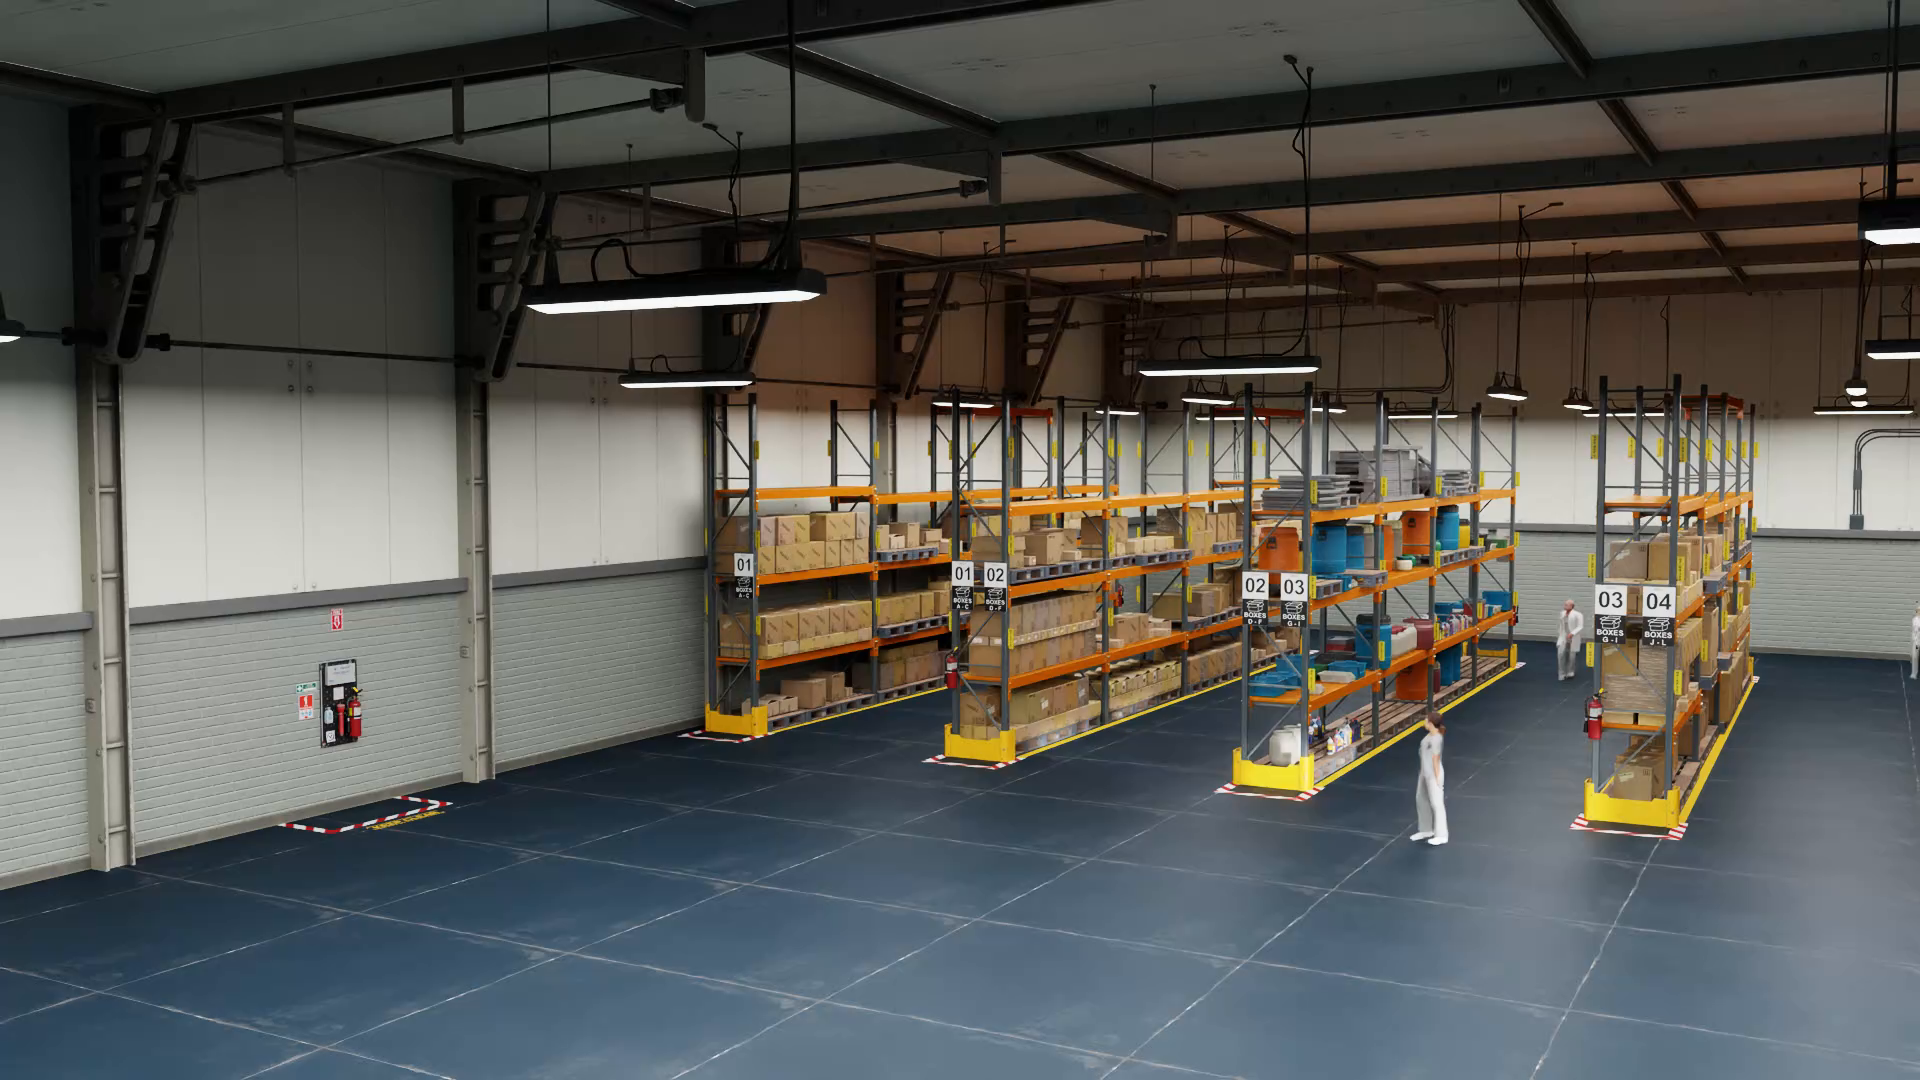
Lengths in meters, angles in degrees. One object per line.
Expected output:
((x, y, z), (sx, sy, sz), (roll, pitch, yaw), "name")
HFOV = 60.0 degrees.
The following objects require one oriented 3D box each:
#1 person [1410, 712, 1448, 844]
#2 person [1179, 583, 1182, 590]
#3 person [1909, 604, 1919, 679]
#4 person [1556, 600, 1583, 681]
((5.996, 3.021, 21.193), (0.391, 1.708, 0.593), (0, 3, -4), "person")
((5.491, 1.927, 40.791), (0.651, 1.793, 0.407), (-2, 4, -33), "person")
((21.026, 2.207, 36.314), (0.442, 1.628, 1.001), (2, 4, 39), "person")
((13.350, 2.209, 36.373), (0.559, 1.814, 0.935), (2, 4, 30), "person")
